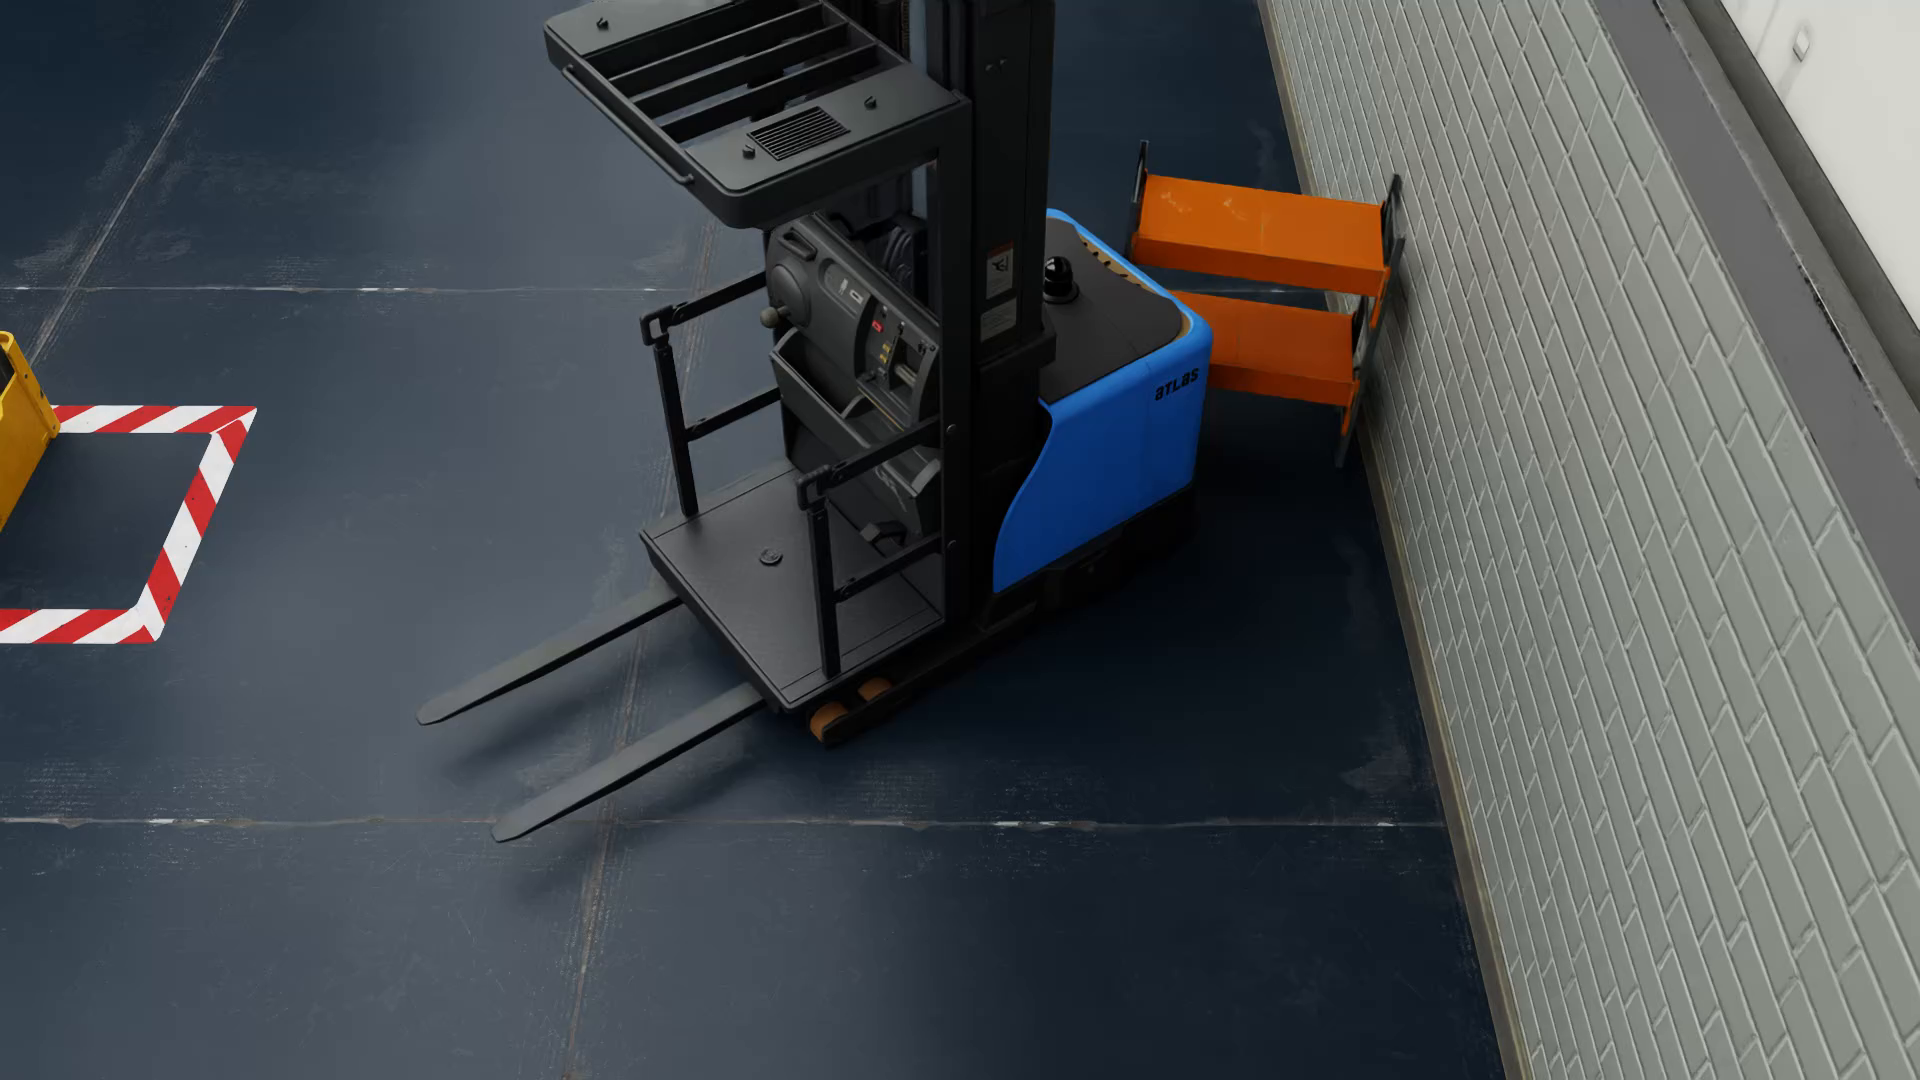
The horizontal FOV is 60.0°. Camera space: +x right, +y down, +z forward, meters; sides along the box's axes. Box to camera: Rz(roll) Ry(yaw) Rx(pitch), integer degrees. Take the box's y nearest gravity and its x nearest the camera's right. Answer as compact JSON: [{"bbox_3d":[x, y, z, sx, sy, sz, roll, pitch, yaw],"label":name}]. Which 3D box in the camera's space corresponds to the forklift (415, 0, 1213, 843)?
[{"bbox_3d":[-0.537,-0.687,5.468,3.031,2.935,1.130,-29,53,-24],"label":"forklift"}]

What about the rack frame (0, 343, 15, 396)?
[{"bbox_3d":[-4.039,-1.127,5.831,0.127,3.000,1.000,0,47,0],"label":"rack frame"}]

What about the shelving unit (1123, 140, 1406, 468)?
[{"bbox_3d":[1.176,-0.963,6.890,1.048,1.125,0.538,9,42,4],"label":"shelving unit"}]

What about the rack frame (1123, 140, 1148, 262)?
[{"bbox_3d":[0.675,-1.039,6.929,0.032,1.125,0.500,9,42,4],"label":"rack frame"}]

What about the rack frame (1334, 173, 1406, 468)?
[{"bbox_3d":[1.677,-0.887,6.852,0.032,1.125,0.500,9,42,4],"label":"rack frame"}]

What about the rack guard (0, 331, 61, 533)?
[{"bbox_3d":[-4.115,-0.276,6.746,0.348,0.500,1.175,0,47,0],"label":"rack guard"}]

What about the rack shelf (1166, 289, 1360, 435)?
[{"bbox_3d":[1.161,-0.782,7.054,1.000,0.278,0.538,9,42,4],"label":"rack shelf"}]

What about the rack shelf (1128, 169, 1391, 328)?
[{"bbox_3d":[1.194,-1.180,6.694,1.000,0.278,0.538,9,42,4],"label":"rack shelf"}]
